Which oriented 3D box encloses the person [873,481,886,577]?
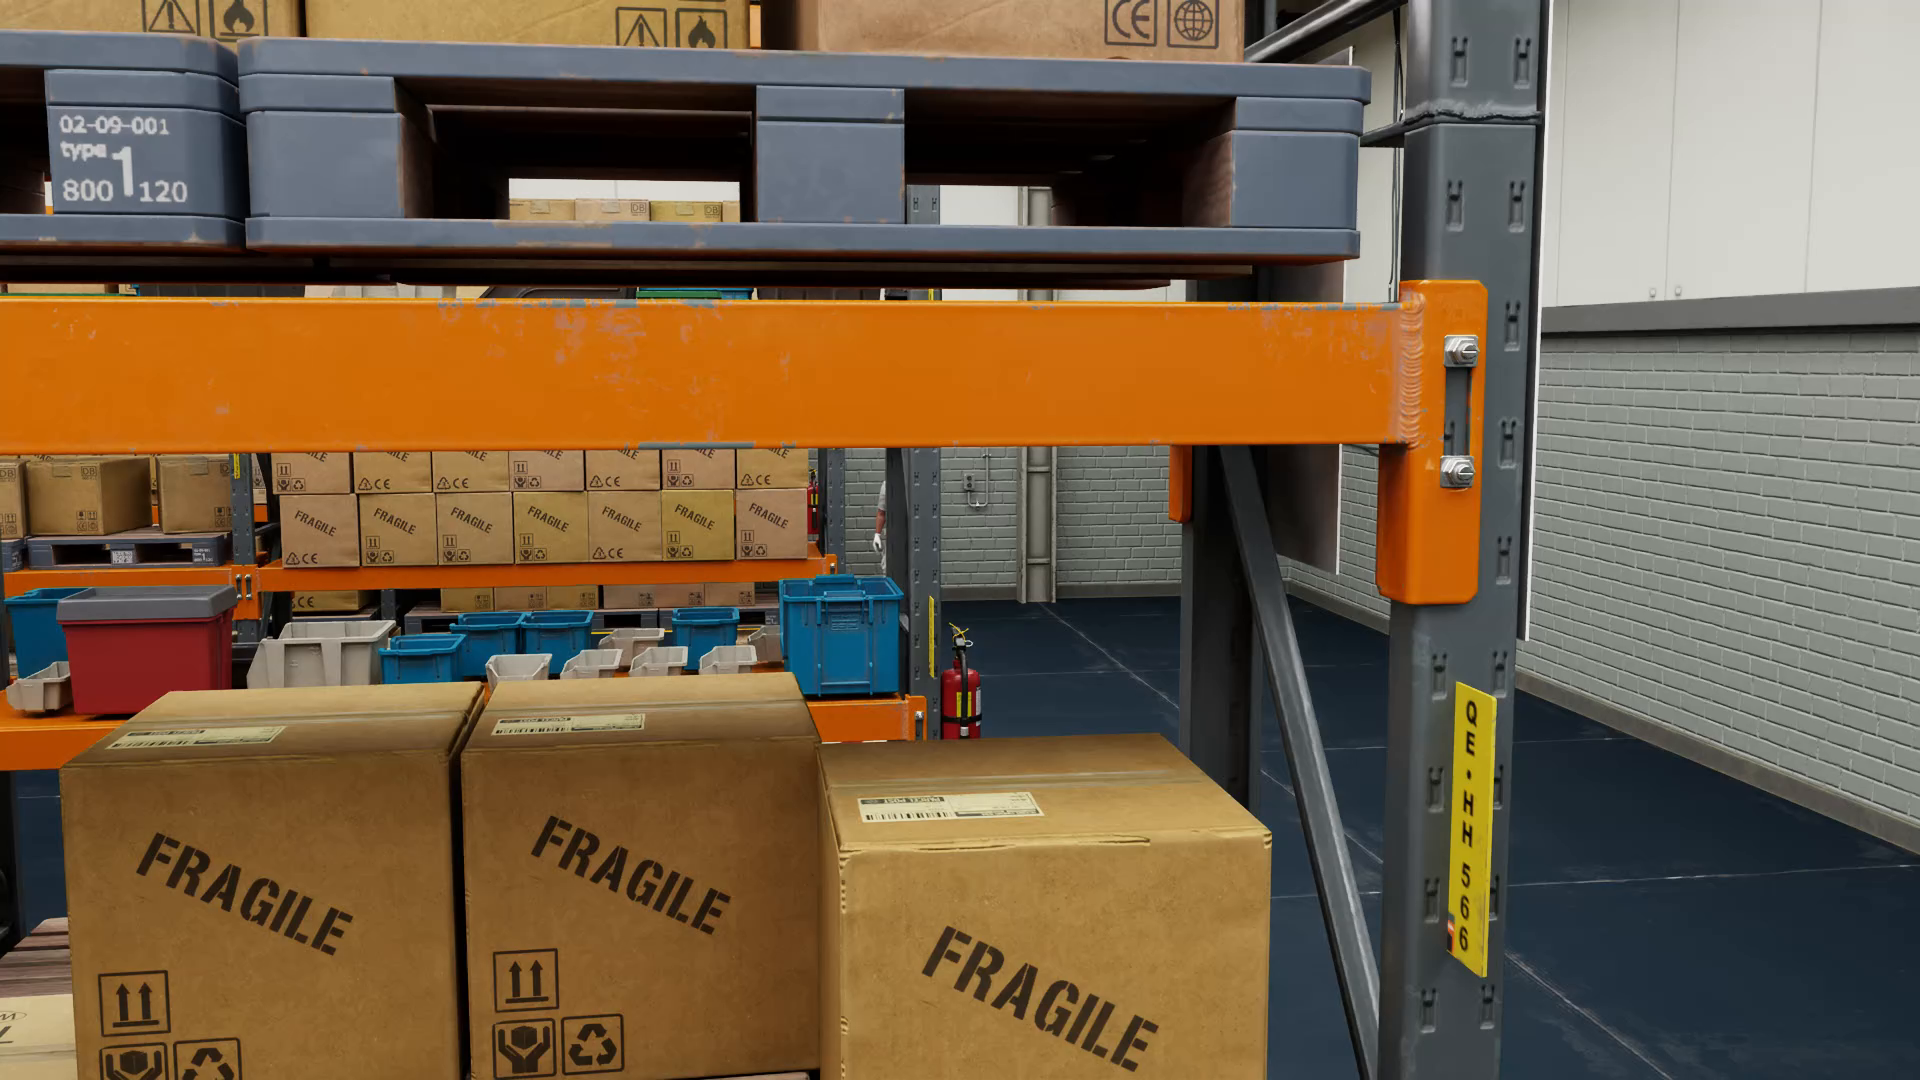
[{"bbox_3d":[-0.556,0.002,16.637,0.631,1.776,0.443,2,7,16],"label":"person"}]
